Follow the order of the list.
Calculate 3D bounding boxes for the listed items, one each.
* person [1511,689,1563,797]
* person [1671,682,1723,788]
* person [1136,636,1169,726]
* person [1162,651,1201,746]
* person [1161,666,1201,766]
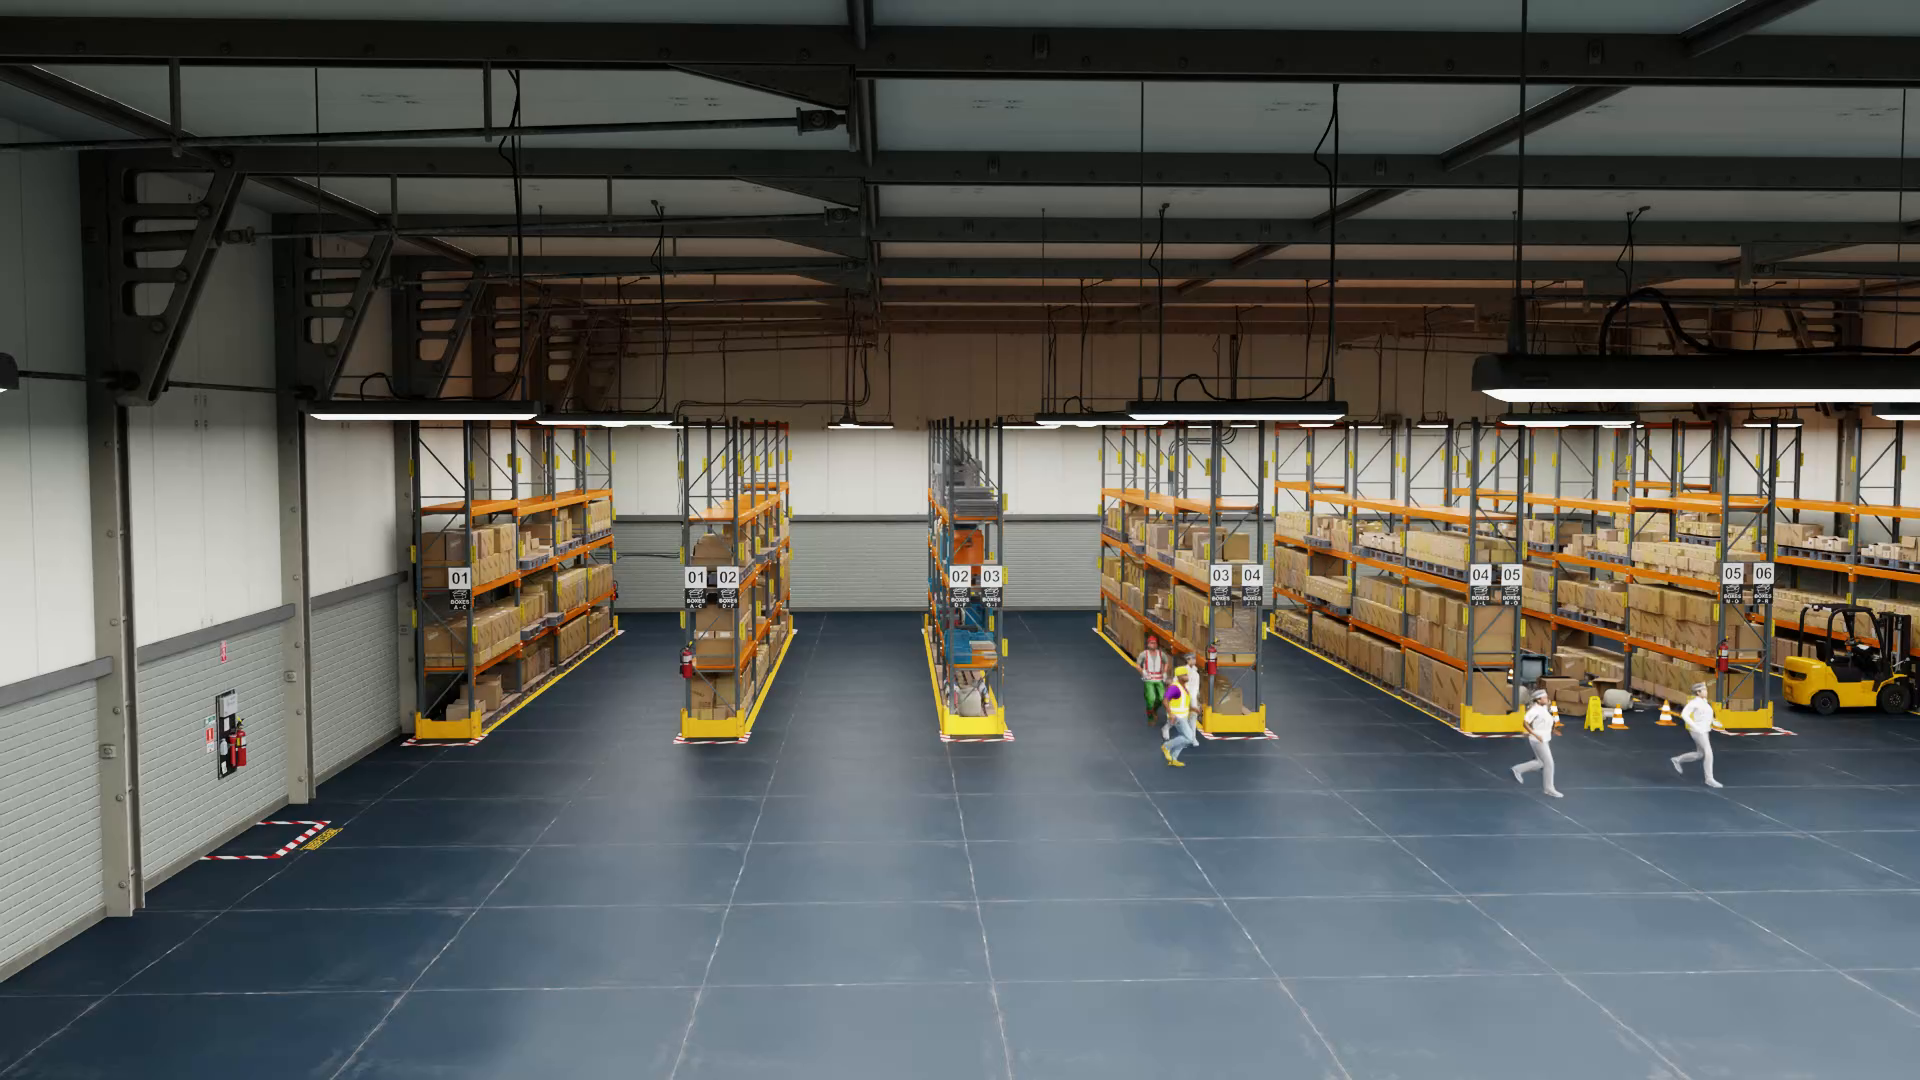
[{"bbox_3d":[9.121,3.182,26.281,0.825,1.696,0.579,3,5,35],"label":"person"},{"bbox_3d":[11.985,3.134,26.986,0.802,1.696,0.618,3,5,43],"label":"person"},{"bbox_3d":[3.747,2.739,32.237,0.662,1.749,0.589,0,4,-3],"label":"person"},{"bbox_3d":[4.206,2.883,30.581,0.675,1.671,0.919,-2,4,-30],"label":"person"},{"bbox_3d":[3.773,3.013,28.407,0.620,1.713,0.692,2,4,26],"label":"person"}]
